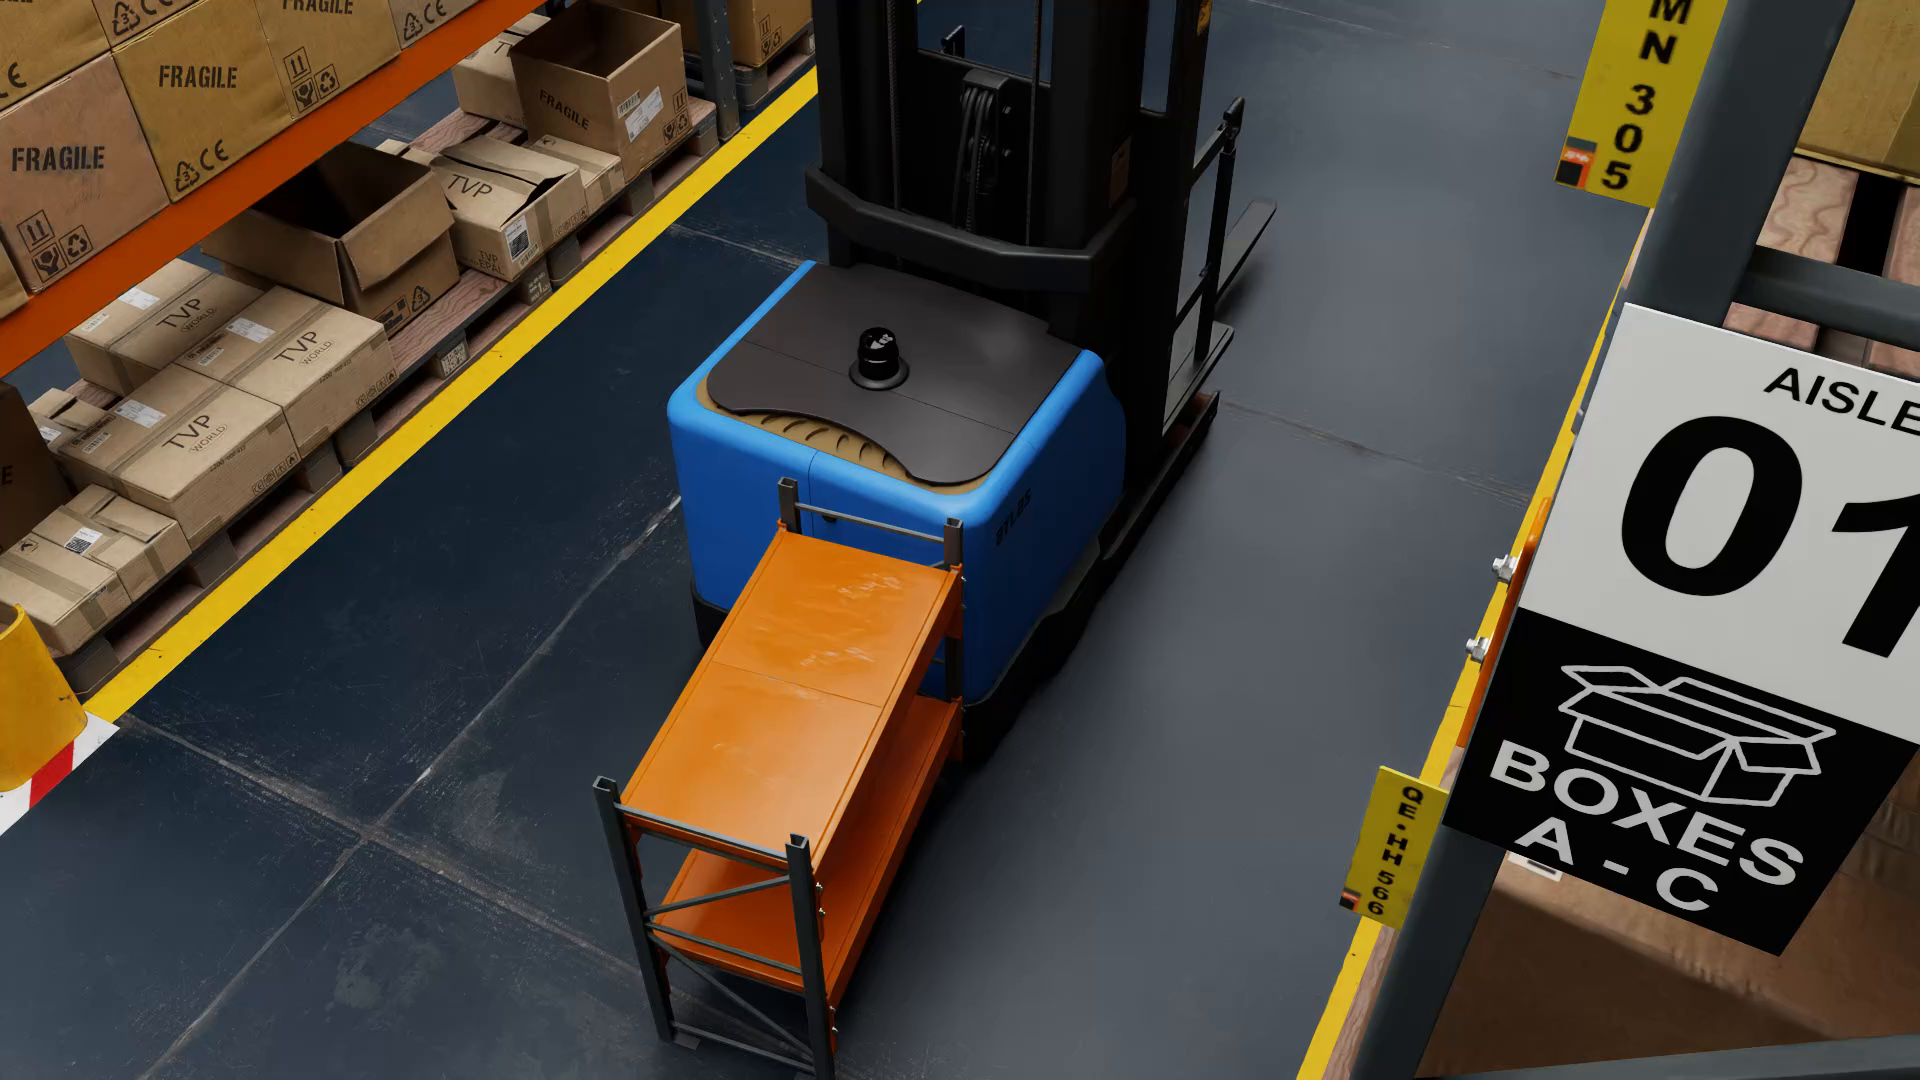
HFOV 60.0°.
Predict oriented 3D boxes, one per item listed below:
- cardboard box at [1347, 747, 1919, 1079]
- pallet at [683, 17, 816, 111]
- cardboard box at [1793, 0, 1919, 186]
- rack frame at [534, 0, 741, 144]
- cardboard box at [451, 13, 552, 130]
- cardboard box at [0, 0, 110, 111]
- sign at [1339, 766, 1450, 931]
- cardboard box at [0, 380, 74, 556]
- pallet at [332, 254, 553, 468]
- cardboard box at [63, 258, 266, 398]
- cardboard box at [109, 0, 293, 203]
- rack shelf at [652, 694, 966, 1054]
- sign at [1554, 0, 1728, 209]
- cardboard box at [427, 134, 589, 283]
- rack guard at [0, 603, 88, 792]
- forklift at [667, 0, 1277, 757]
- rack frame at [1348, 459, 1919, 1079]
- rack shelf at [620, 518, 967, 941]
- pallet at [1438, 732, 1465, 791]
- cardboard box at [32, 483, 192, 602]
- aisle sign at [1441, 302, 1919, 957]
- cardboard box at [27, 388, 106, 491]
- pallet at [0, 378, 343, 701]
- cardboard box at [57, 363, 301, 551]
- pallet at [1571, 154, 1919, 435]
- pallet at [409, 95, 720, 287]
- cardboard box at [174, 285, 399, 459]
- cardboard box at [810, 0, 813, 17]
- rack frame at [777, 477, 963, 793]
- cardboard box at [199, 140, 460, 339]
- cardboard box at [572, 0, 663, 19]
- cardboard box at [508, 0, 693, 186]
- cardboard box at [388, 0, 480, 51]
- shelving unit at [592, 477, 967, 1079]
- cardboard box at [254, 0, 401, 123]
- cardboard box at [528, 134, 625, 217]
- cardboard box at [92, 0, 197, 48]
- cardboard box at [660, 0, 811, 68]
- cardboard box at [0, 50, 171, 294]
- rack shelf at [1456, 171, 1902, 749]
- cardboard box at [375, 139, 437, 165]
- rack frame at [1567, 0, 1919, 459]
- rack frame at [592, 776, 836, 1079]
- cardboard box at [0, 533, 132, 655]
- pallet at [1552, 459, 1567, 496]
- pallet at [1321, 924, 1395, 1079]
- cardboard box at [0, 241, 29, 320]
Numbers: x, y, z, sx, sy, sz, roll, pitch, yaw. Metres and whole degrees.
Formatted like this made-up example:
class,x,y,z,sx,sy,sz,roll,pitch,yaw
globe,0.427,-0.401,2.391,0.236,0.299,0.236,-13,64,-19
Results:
class,x,y,z,sx,sy,sz,roll,pitch,yaw
cardboard box,1.288,0.670,2.768,0.980,0.700,0.700,23,50,21
pallet,-1.128,-2.597,8.169,1.003,0.211,1.213,20,49,19
cardboard box,1.165,-0.633,1.897,0.500,0.250,0.500,22,49,20
rack frame,-1.473,-3.053,6.658,1.000,3.000,0.127,20,49,19
cardboard box,-1.859,-2.069,7.267,0.500,0.311,0.500,20,49,19
cardboard box,-2.654,-1.444,4.295,0.500,0.500,0.500,21,49,19
sign,0.586,0.422,2.243,0.100,0.325,0.005,20,49,19
cardboard box,-3.295,-0.233,5.319,0.500,0.500,0.500,20,49,19
pallet,-2.357,-0.869,6.460,1.003,0.211,1.213,20,49,19
cardboard box,-2.828,-0.733,5.990,0.500,0.250,0.500,20,49,19
cardboard box,-2.419,-1.402,4.957,0.500,0.500,0.500,20,49,19
rack shelf,-0.398,0.811,4.501,0.538,0.278,1.000,14,47,13
sign,0.586,-0.425,1.385,0.100,0.325,0.005,20,49,19
cardboard box,-1.834,-1.337,6.544,0.500,0.311,0.500,20,49,19
rack guard,-3.294,0.298,5.104,1.175,0.500,0.348,20,49,19
forklift,0.294,-1.426,5.099,1.130,2.935,3.031,21,49,19
rack frame,1.060,1.100,2.553,1.000,3.000,0.127,20,49,19
rack shelf,-0.398,0.434,4.119,0.538,0.278,1.000,14,47,13
pallet,1.929,0.786,4.825,1.003,0.211,1.213,20,49,19
cardboard box,-2.715,0.001,5.323,0.380,0.166,0.250,20,49,19
aisle sign,0.761,0.133,1.682,0.394,0.787,0.004,20,49,19
cardboard box,-3.027,-0.341,5.660,0.380,0.166,0.250,20,49,19
pallet,-2.925,-0.103,5.703,1.003,0.211,1.213,20,49,19
cardboard box,-2.594,-0.285,5.546,0.500,0.250,0.500,20,49,19
pallet,1.395,-0.394,1.983,1.003,0.211,1.213,20,49,19
pallet,-1.792,-1.640,7.223,1.003,0.211,1.213,20,49,19
cardboard box,-2.361,-0.600,5.858,0.500,0.250,0.500,20,49,19
cardboard box,-0.794,-2.893,7.948,0.500,0.500,0.500,21,49,20
rack frame,-0.233,0.298,4.665,0.500,1.125,0.032,14,47,13
cardboard box,-2.340,-1.144,6.218,0.797,0.503,0.637,20,49,19
cardboard box,-1.497,-2.734,7.791,0.500,0.500,0.500,20,49,19
cardboard box,-1.486,-1.876,6.943,0.500,0.500,0.500,20,49,19
cardboard box,-1.952,-2.039,5.585,0.500,0.500,0.500,22,49,20
shelving unit,-0.398,0.639,4.327,0.538,1.125,1.048,14,47,13
cardboard box,-2.186,-1.717,5.267,0.500,0.500,0.500,21,49,20
cardboard box,-1.607,-1.496,6.815,0.380,0.149,0.250,20,49,19
cardboard box,-2.417,-1.757,4.604,0.500,0.500,0.500,21,49,20
cardboard box,-1.032,-2.553,7.612,0.500,0.500,0.500,18,48,17
cardboard box,-2.655,-1.087,4.645,0.500,0.500,0.500,20,49,19
rack shelf,1.988,-0.961,2.988,1.077,0.370,4.000,20,49,19
cardboard box,-2.252,-1.470,6.777,0.380,0.166,0.250,20,49,19
rack frame,1.060,-1.008,0.420,1.000,3.000,0.127,20,49,19
rack frame,-0.563,0.981,3.989,0.500,1.125,0.032,14,47,13
cardboard box,-2.831,0.164,5.174,0.380,0.149,0.250,20,49,19
pallet,2.495,0.014,5.588,1.003,0.211,1.213,20,49,19
pallet,1.362,1.551,4.069,1.003,0.211,1.213,20,49,19
cardboard box,-2.890,-0.760,4.322,0.500,0.500,0.500,21,49,20
